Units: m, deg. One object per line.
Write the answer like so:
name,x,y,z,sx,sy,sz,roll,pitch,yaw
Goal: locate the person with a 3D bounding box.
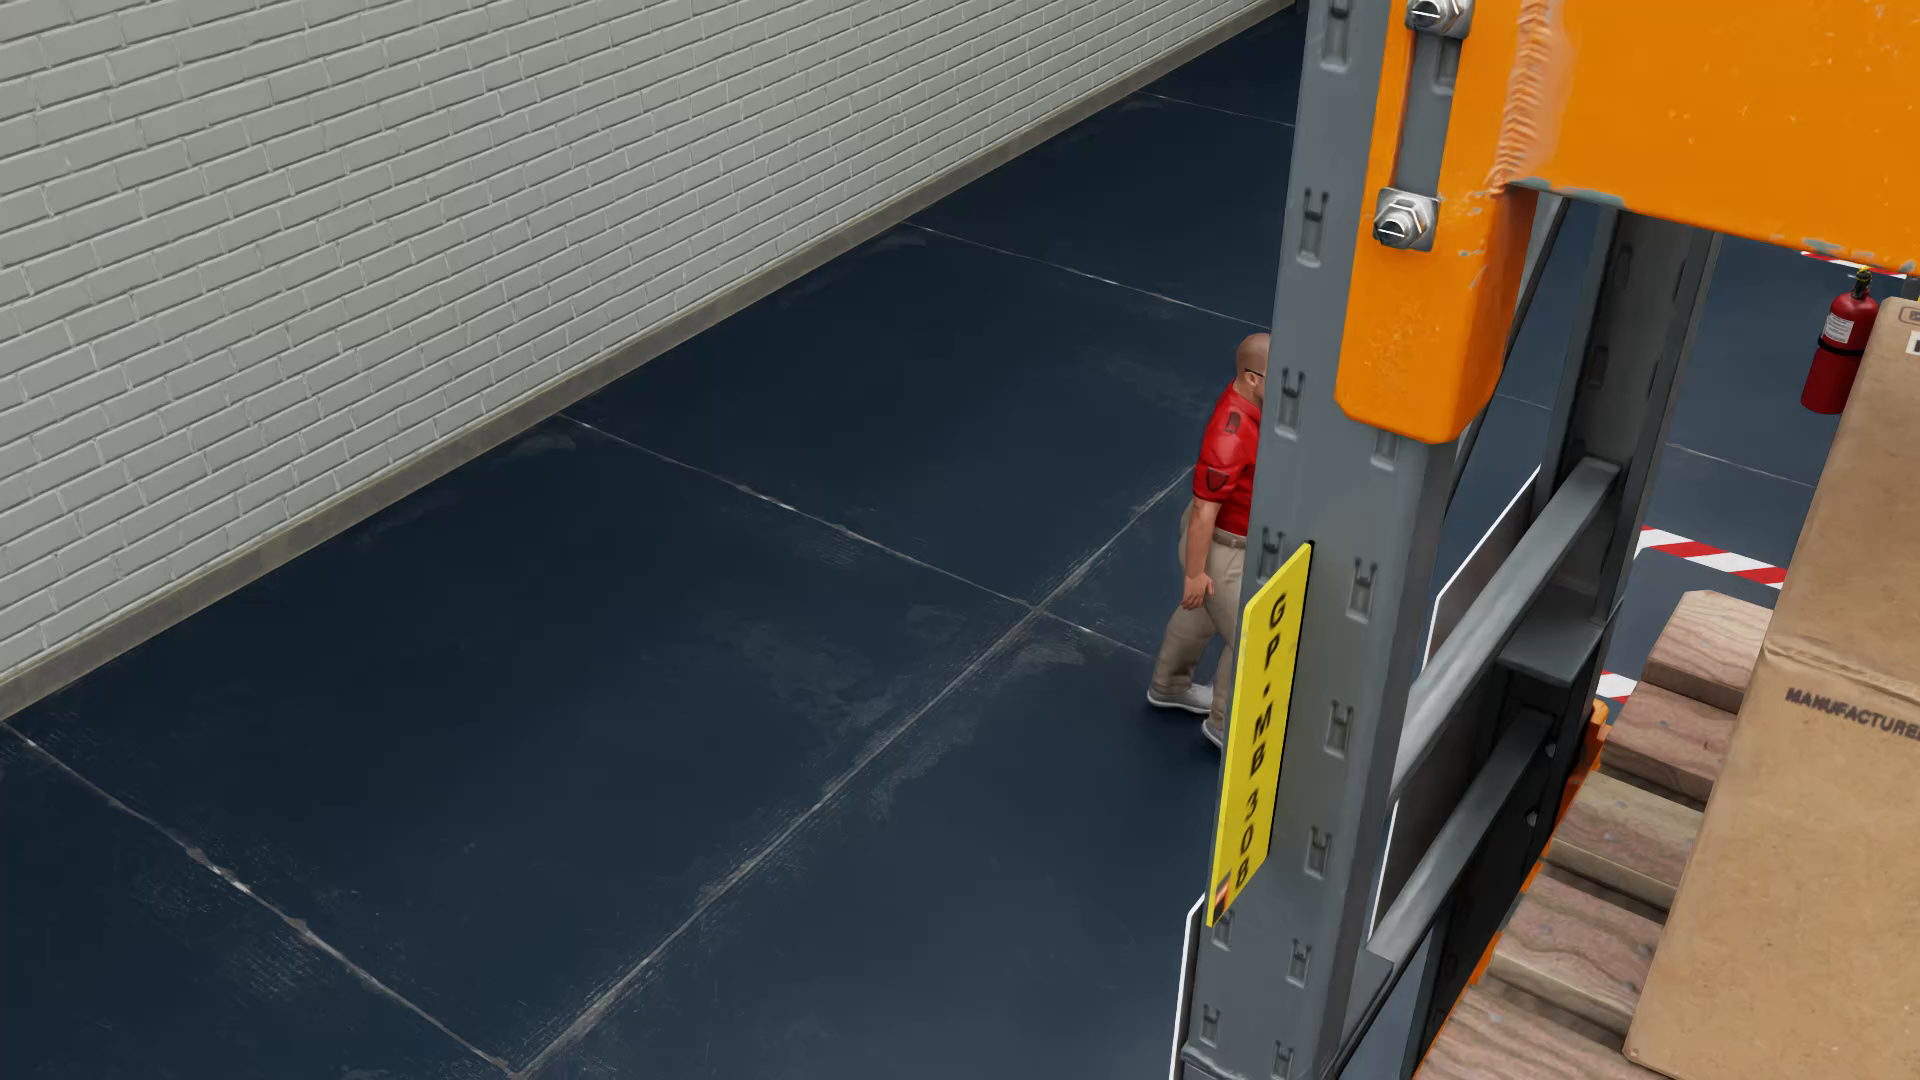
person,0.997,0.044,6.130,0.521,1.790,0.553,6,35,9
